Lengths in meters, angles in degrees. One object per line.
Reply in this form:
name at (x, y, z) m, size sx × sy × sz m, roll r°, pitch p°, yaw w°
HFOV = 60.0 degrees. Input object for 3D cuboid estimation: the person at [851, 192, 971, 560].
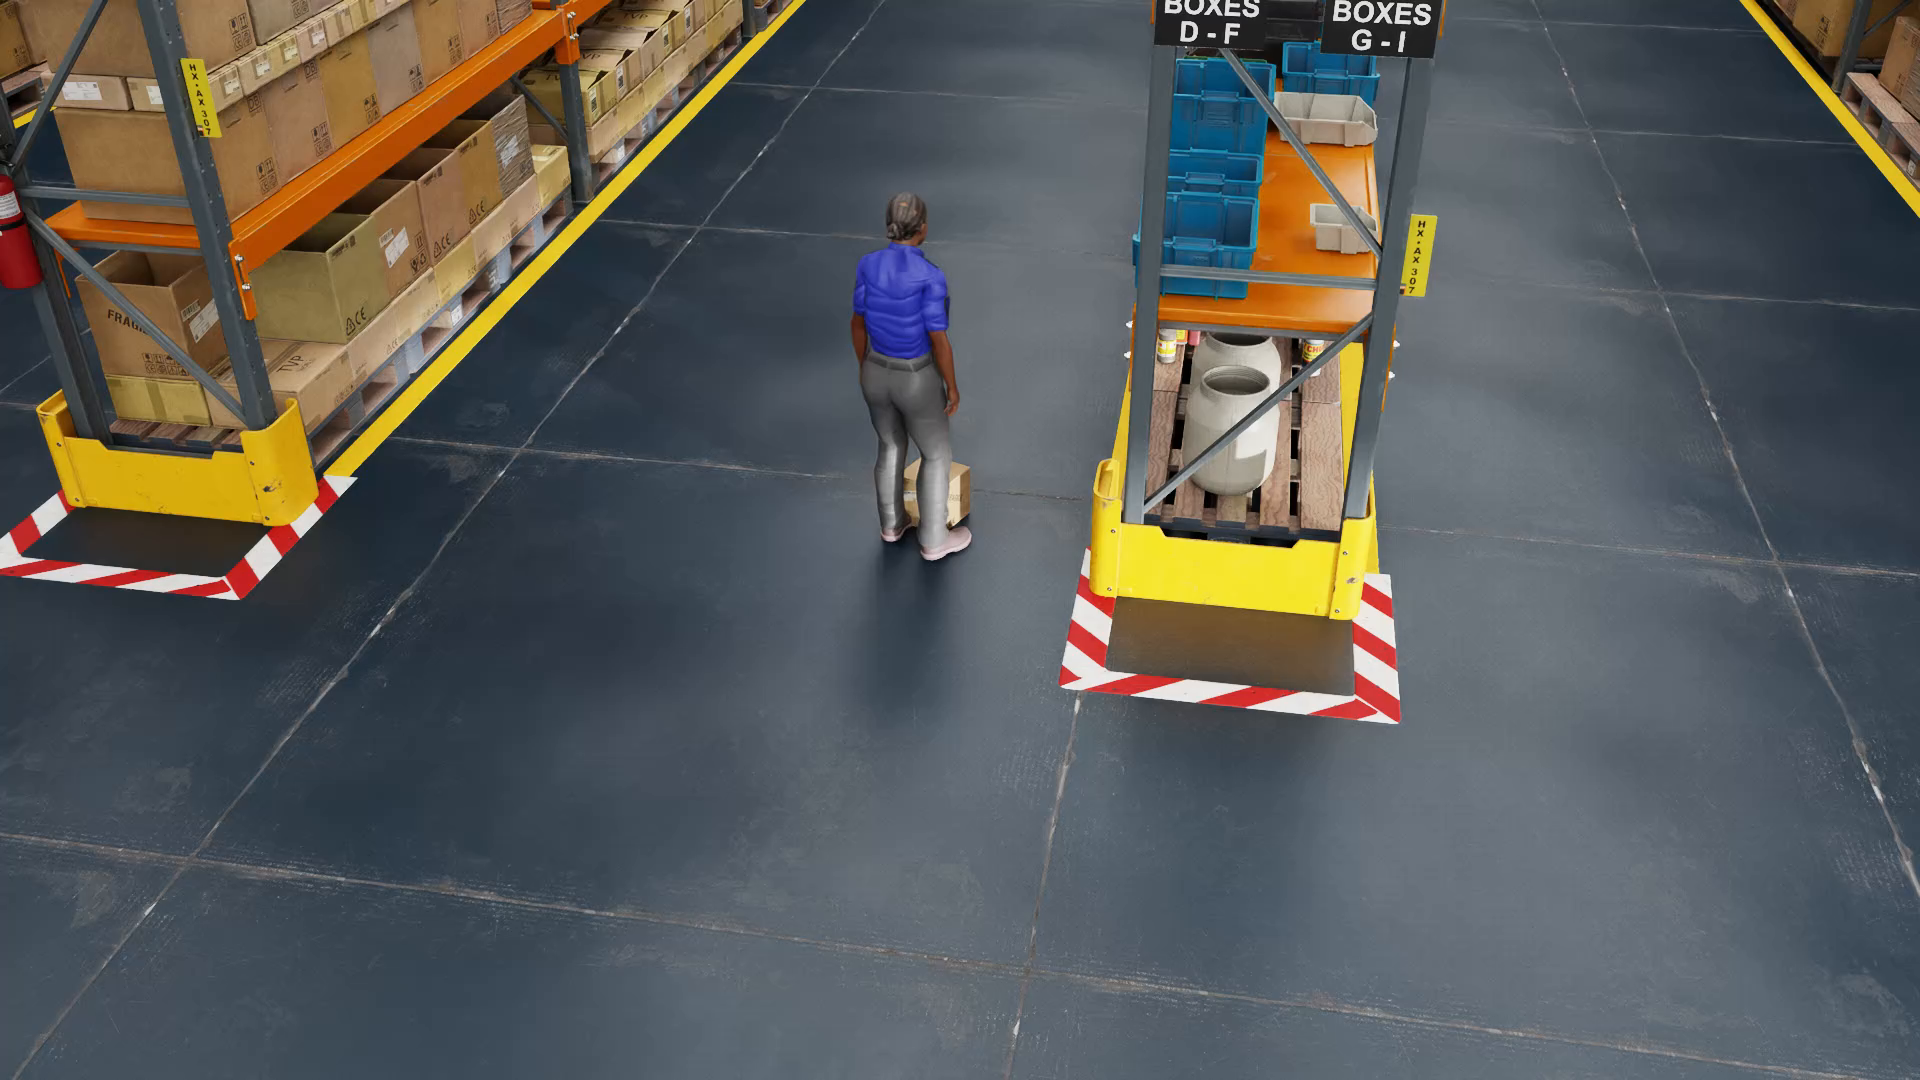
person at (-0.218, -0.704, 7.244) m, size 0.509 × 1.655 × 0.391 m, roll 17°, pitch 36°, yaw 24°
